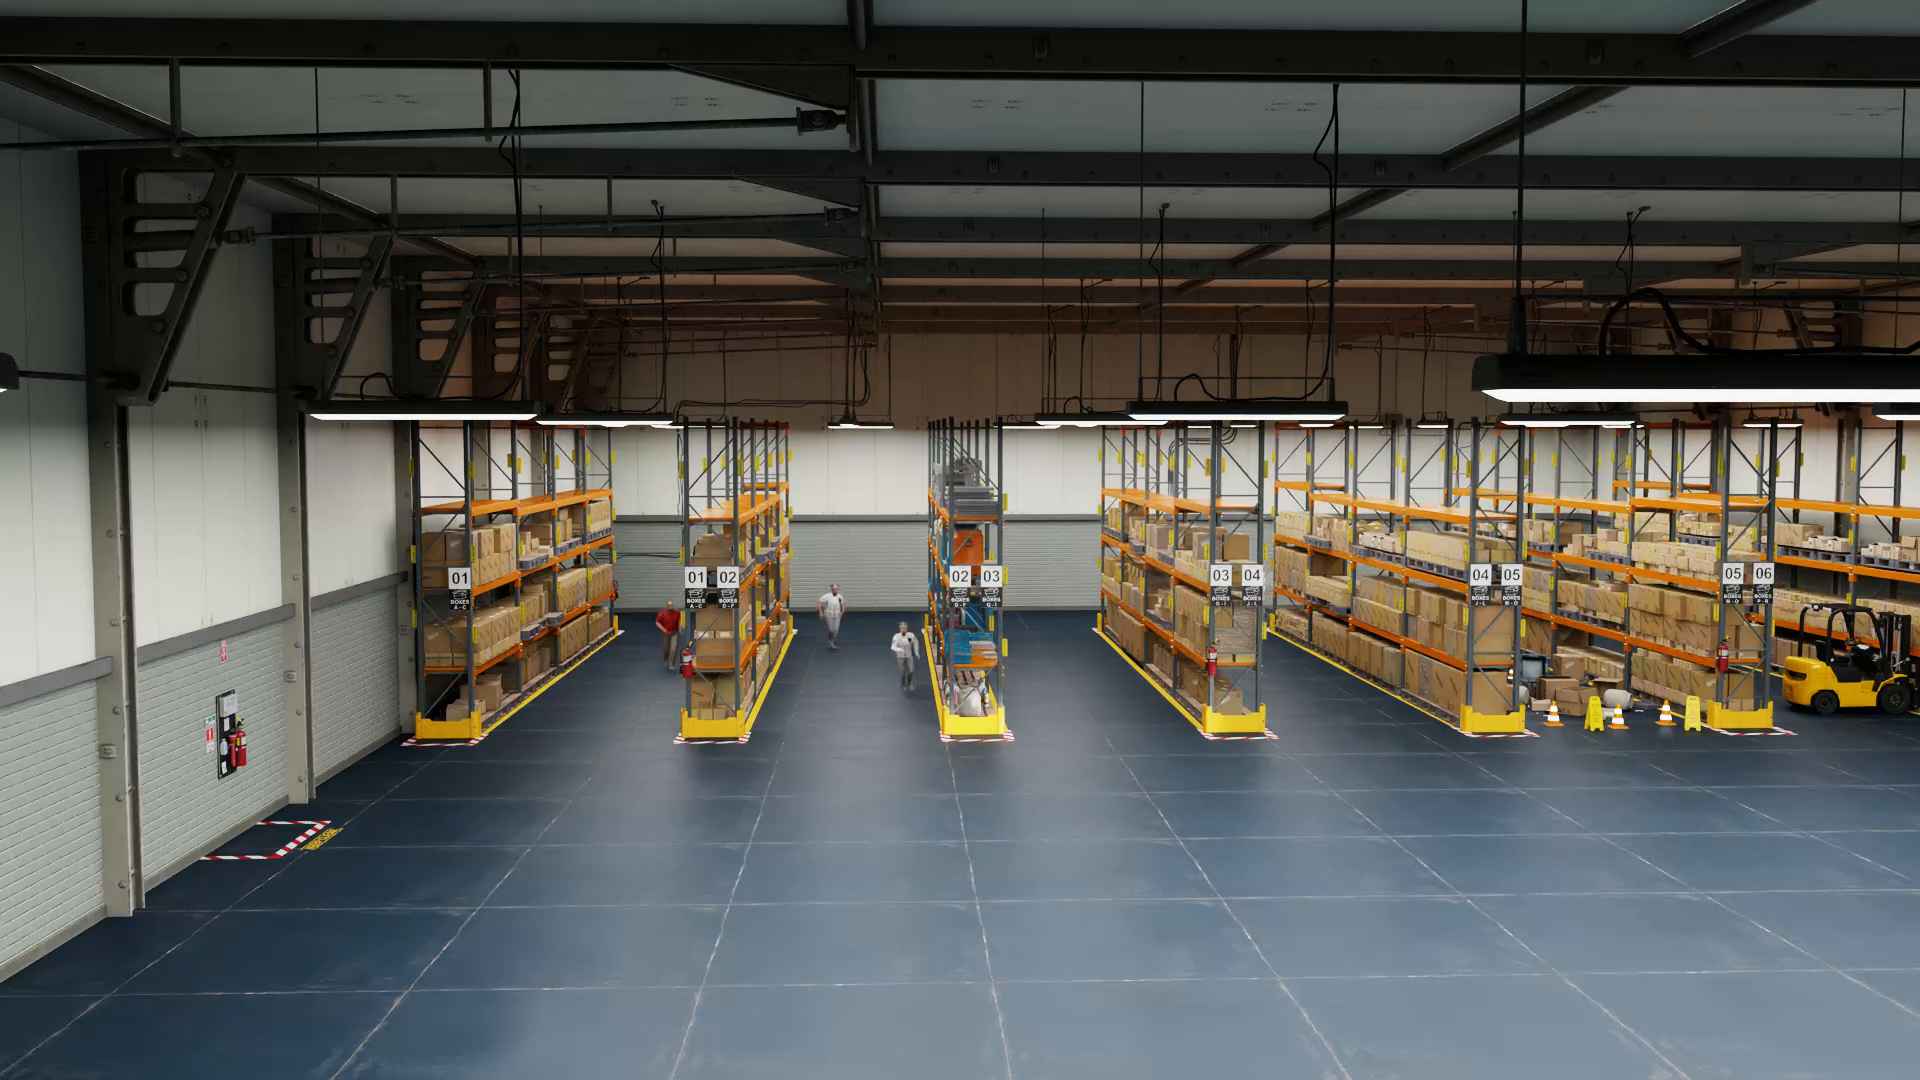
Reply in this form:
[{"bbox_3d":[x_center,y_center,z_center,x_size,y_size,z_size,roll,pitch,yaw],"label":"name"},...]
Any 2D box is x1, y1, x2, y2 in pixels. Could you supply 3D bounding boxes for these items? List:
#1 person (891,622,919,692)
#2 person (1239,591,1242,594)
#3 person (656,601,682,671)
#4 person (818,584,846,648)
[{"bbox_3d":[-1.196,2.553,36.322,0.604,1.576,0.858,0,4,-2],"label":"person"},{"bbox_3d":[8.464,1.699,48.568,0.682,1.841,0.725,2,4,27],"label":"person"},{"bbox_3d":[-7.002,2.286,40.061,0.659,1.680,0.776,-1,4,-15],"label":"person"},{"bbox_3d":[-3.361,2.006,43.819,0.732,1.734,0.557,-1,4,-18],"label":"person"}]
